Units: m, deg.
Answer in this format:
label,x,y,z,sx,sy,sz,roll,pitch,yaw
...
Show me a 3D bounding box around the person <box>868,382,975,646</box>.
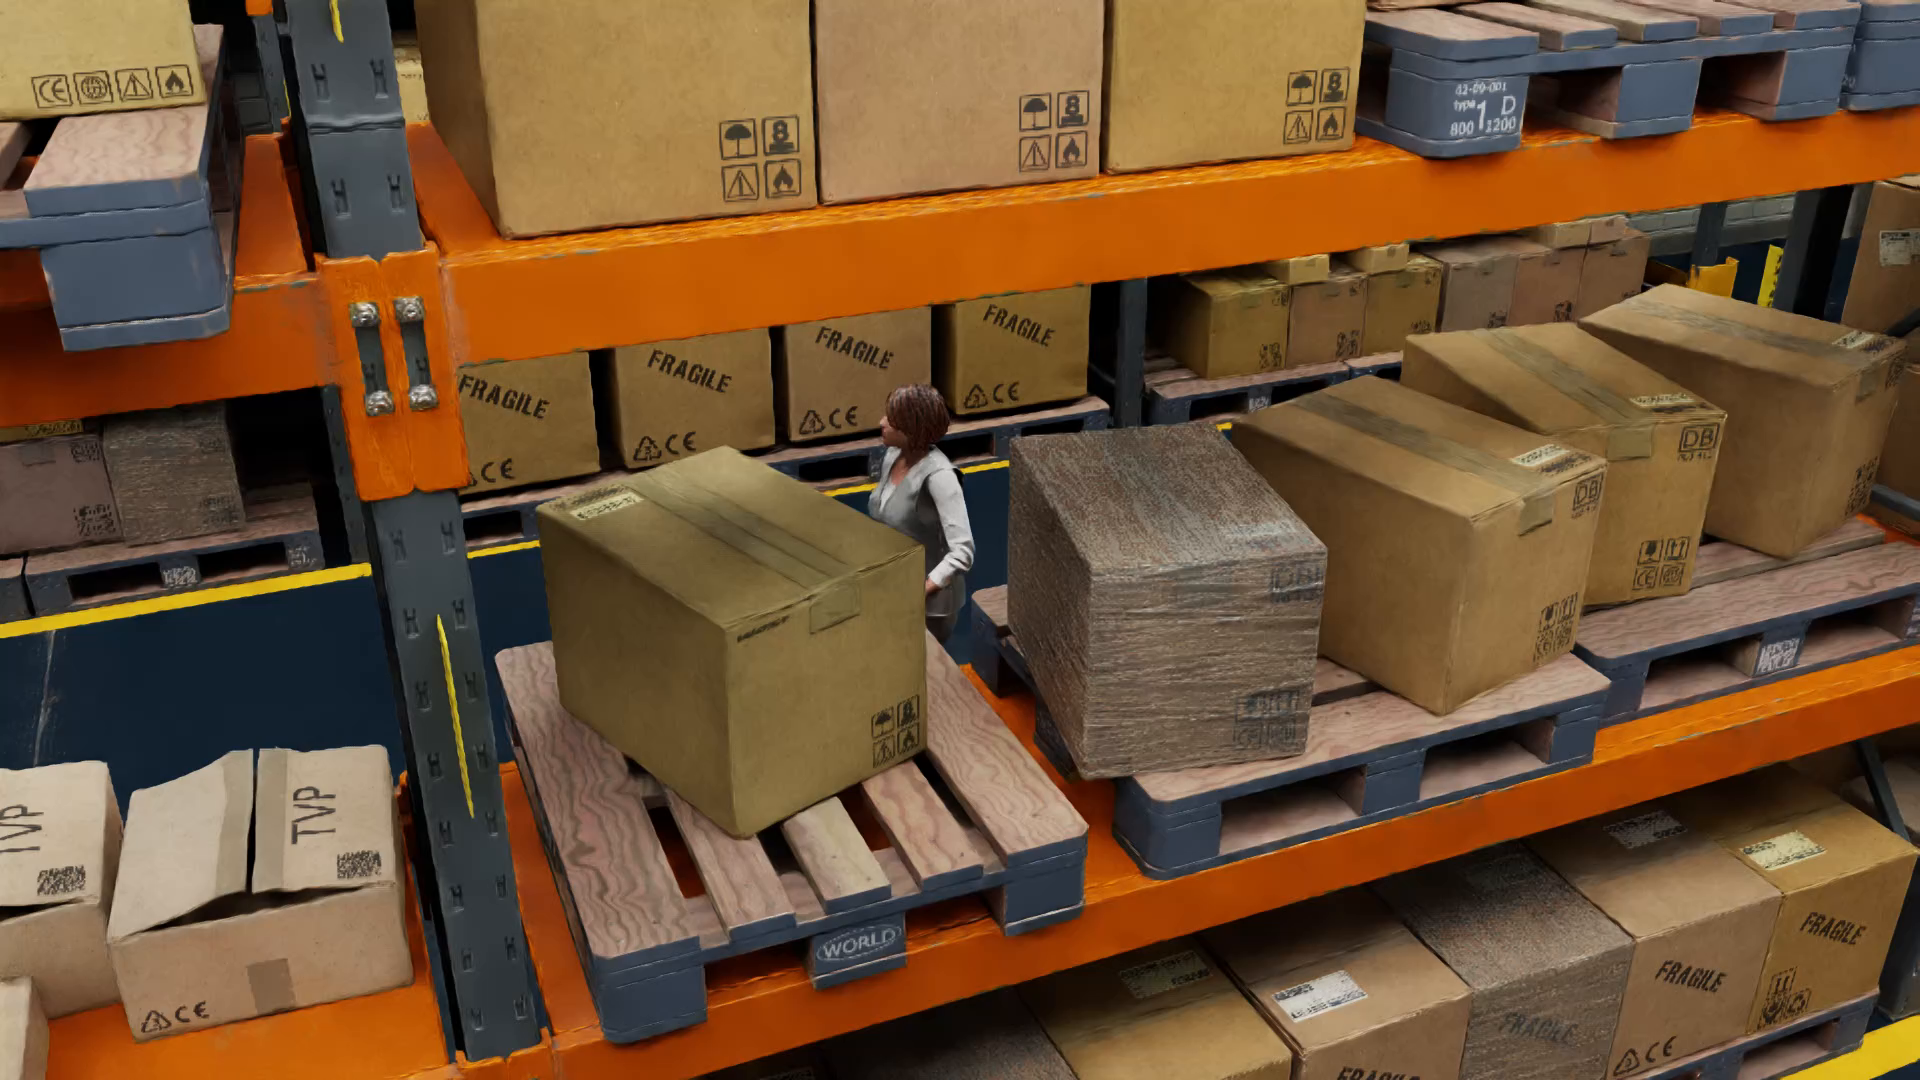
label,x,y,z,sx,sy,sz,roll,pitch,yaw
person,-0.184,0.218,5.723,0.441,1.566,0.584,-18,31,-32
